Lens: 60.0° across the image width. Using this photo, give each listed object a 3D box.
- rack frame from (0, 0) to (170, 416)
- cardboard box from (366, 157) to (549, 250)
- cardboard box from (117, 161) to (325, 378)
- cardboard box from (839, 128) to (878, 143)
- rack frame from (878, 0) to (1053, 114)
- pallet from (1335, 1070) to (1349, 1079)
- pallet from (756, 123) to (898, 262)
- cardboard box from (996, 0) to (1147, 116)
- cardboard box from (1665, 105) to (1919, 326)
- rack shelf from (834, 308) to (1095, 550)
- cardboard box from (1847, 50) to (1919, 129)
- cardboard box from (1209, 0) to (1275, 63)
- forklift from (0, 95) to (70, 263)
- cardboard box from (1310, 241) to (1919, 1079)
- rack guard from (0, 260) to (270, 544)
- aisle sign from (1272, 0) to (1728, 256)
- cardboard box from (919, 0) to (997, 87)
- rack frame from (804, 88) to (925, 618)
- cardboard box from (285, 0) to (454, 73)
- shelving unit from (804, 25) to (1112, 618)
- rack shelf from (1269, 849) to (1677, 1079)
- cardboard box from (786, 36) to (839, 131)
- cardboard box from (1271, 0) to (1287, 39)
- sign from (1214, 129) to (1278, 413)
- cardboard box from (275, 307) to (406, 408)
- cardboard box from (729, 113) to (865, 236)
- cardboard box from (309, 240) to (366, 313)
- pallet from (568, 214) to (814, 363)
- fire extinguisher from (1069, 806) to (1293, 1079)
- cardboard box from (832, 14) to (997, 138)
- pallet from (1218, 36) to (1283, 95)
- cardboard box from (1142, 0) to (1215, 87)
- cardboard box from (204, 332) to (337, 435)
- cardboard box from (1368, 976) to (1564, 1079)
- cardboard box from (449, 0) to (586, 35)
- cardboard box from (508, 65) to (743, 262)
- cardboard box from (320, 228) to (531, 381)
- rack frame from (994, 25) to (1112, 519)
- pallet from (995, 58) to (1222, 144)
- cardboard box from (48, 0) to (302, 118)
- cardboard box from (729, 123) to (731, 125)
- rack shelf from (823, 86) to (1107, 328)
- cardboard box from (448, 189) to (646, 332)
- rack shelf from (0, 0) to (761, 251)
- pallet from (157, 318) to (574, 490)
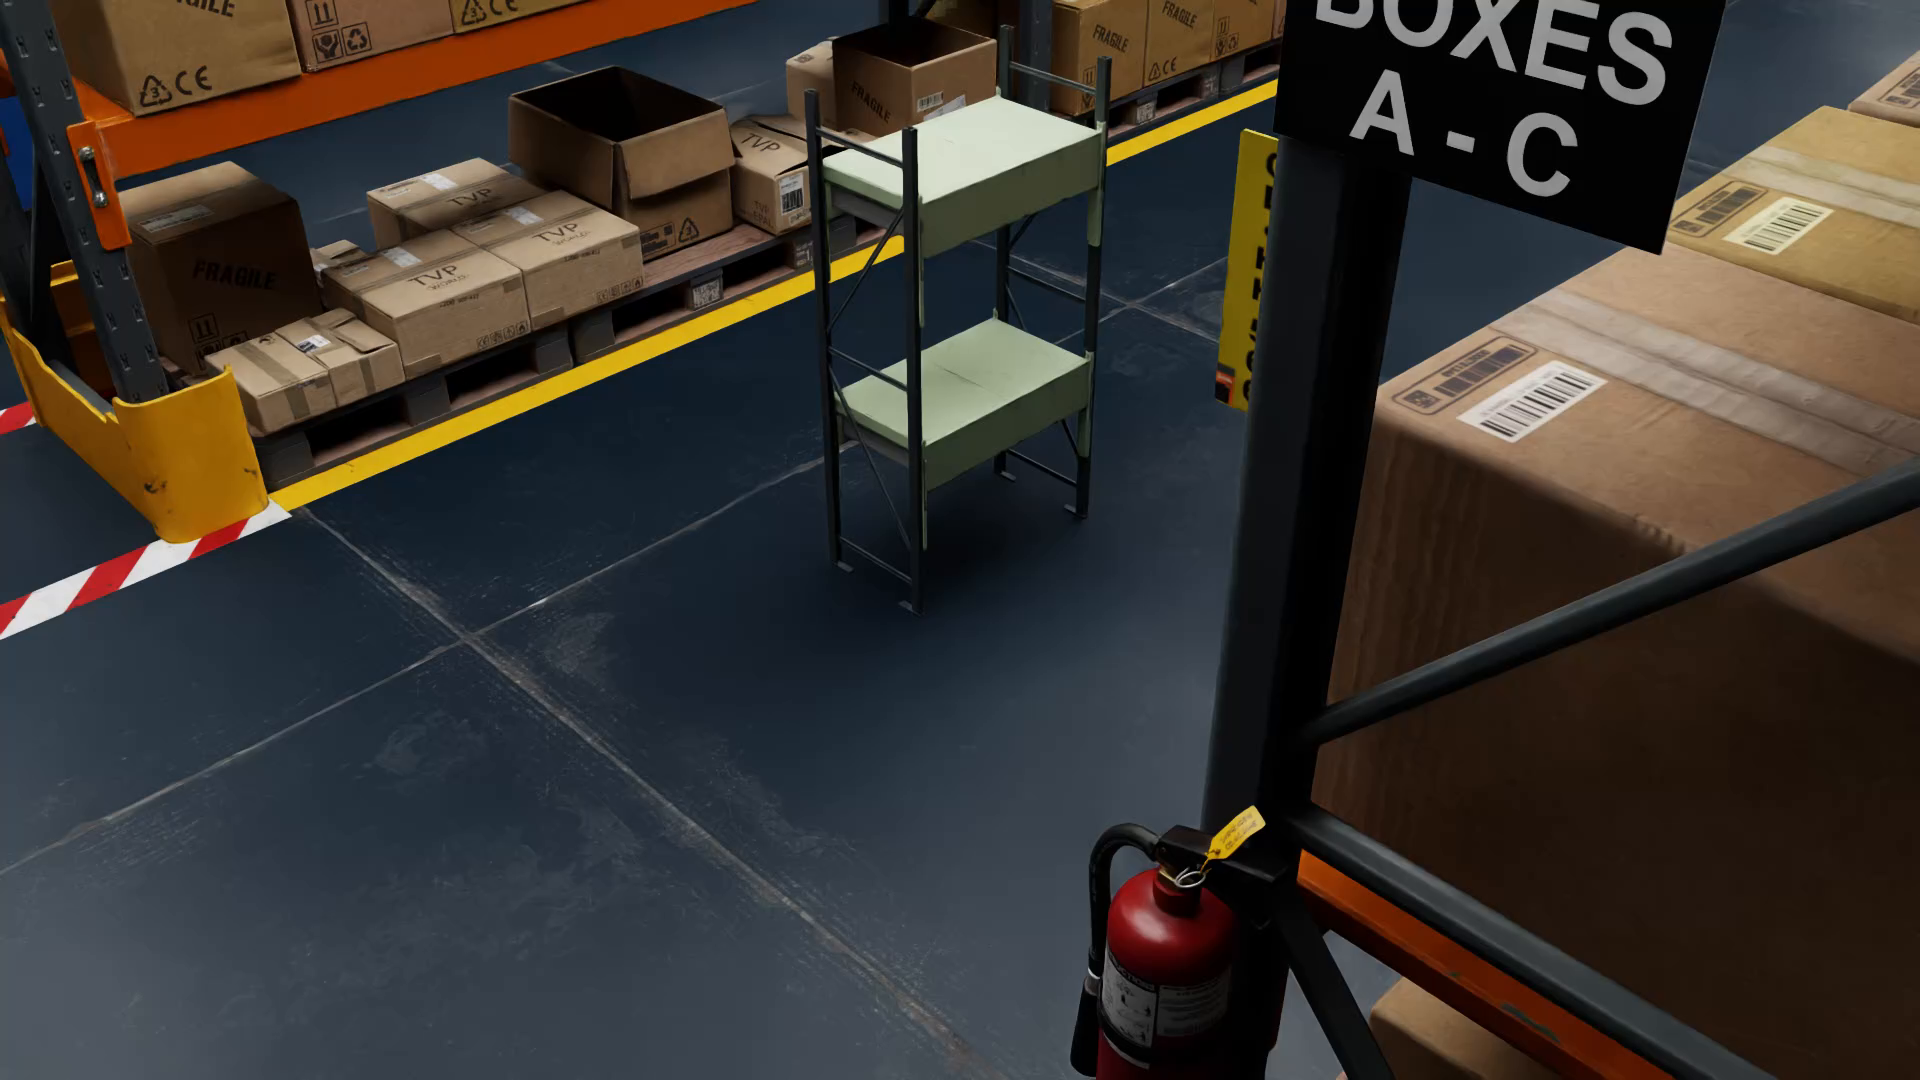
[{"bbox_3d":[-2.811,-1.476,4.745,1.000,3.000,0.127,30,45,35],"label":"rack frame"},{"bbox_3d":[-1.912,-1.222,6.400,0.500,0.250,0.500,30,45,35],"label":"cardboard box"},{"bbox_3d":[-2.603,-0.951,5.793,0.500,0.500,0.500,30,45,35],"label":"cardboard box"},{"bbox_3d":[-0.415,-1.589,7.014,0.380,0.149,0.250,30,45,35],"label":"cardboard box"},{"bbox_3d":[0.007,-3.100,7.073,1.000,3.000,0.127,30,45,35],"label":"rack frame"},{"bbox_3d":[1.215,1.306,3.192,1.003,0.211,1.213,30,45,35],"label":"pallet"},{"bbox_3d":[-0.478,-1.678,7.471,1.003,0.211,1.213,30,45,35],"label":"pallet"},{"bbox_3d":[0.521,-2.353,7.803,0.500,0.500,0.500,27,43,33],"label":"cardboard box"},{"bbox_3d":[1.564,-0.115,2.531,0.980,0.700,0.700,29,44,35],"label":"cardboard box"},{"bbox_3d":[0.005,-0.350,5.011,0.431,0.370,0.720,30,45,35],"label":"rack shelf"},{"bbox_3d":[2.107,-0.421,2.969,0.980,0.700,0.700,27,43,33],"label":"cardboard box"},{"bbox_3d":[1.246,-2.774,8.406,0.500,0.500,0.500,-29,44,-35],"label":"cardboard box"},{"bbox_3d":[-5.173,-2.461,6.216,3.031,2.935,1.130,14,37,19],"label":"forklift"},{"bbox_3d":[1.059,0.185,2.101,0.700,0.700,0.980,-28,43,-34],"label":"cardboard box"},{"bbox_3d":[-2.758,-0.482,5.504,1.175,0.500,0.348,30,45,35],"label":"rack guard"},{"bbox_3d":[0.443,-0.639,1.272,0.394,0.787,0.004,30,45,35],"label":"aisle sign"},{"bbox_3d":[0.151,-2.571,8.115,0.500,0.500,0.500,29,44,35],"label":"cardboard box"},{"bbox_3d":[-0.253,-0.469,4.612,0.400,1.500,0.023,30,45,35],"label":"rack frame"},{"bbox_3d":[-1.952,-1.803,5.125,0.500,0.500,0.500,29,44,35],"label":"cardboard box"},{"bbox_3d":[0.005,-0.618,4.825,0.431,1.500,0.755,30,45,35],"label":"shelving unit"},{"bbox_3d":[2.116,0.002,3.254,1.077,0.370,4.000,30,45,35],"label":"rack shelf"},{"bbox_3d":[-0.442,-2.094,7.597,0.500,0.311,0.500,30,45,35],"label":"cardboard box"},{"bbox_3d":[1.603,-2.979,8.700,0.500,0.500,0.500,28,43,34],"label":"cardboard box"},{"bbox_3d":[0.331,-0.278,1.807,0.100,0.325,0.005,30,45,35],"label":"sign"},{"bbox_3d":[-2.096,-0.628,5.620,0.380,0.166,0.250,30,45,35],"label":"cardboard box"},{"bbox_3d":[-0.722,-1.528,6.784,0.500,0.311,0.500,30,45,35],"label":"cardboard box"},{"bbox_3d":[-2.254,-0.943,6.072,0.380,0.166,0.250,30,45,35],"label":"cardboard box"},{"bbox_3d":[-1.337,-1.180,6.758,1.003,0.211,1.213,30,45,35],"label":"pallet"},{"bbox_3d":[0.273,0.579,2.192,0.296,0.674,0.183,30,45,35],"label":"fire extinguisher"},{"bbox_3d":[-0.193,-1.910,7.167,0.500,0.500,0.500,30,45,35],"label":"cardboard box"},{"bbox_3d":[1.413,-2.799,9.079,1.003,0.211,1.213,30,45,35],"label":"pallet"},{"bbox_3d":[0.889,-2.574,8.120,0.500,0.500,0.500,-29,44,-35],"label":"cardboard box"},{"bbox_3d":[-2.272,-0.519,5.479,0.380,0.149,0.250,30,45,35],"label":"cardboard box"},{"bbox_3d":[1.129,1.047,2.944,0.700,0.500,0.500,30,45,35],"label":"cardboard box"},{"bbox_3d":[-1.596,-2.005,5.416,0.500,0.500,0.500,29,44,35],"label":"cardboard box"},{"bbox_3d":[-1.313,-1.492,6.565,0.797,0.503,0.637,30,45,35],"label":"cardboard box"},{"bbox_3d":[-1.875,-0.838,5.849,0.500,0.250,0.500,30,45,35],"label":"cardboard box"},{"bbox_3d":[0.263,-0.766,5.038,0.400,1.500,0.023,30,45,35],"label":"rack frame"},{"bbox_3d":[0.553,-2.302,8.366,1.003,0.211,1.213,30,45,35],"label":"pallet"},{"bbox_3d":[-2.312,-1.591,4.822,0.500,0.500,0.500,-29,44,-35],"label":"cardboard box"},{"bbox_3d":[-1.045,-1.680,7.129,0.380,0.166,0.250,30,45,35],"label":"cardboard box"},{"bbox_3d":[0.005,-0.938,4.602,0.431,0.370,0.720,30,45,35],"label":"rack shelf"},{"bbox_3d":[-1.522,-1.041,6.140,0.500,0.250,0.500,30,45,35],"label":"cardboard box"},{"bbox_3d":[-1.402,-1.993,6.115,1.077,0.370,4.000,30,45,35],"label":"rack shelf"},{"bbox_3d":[-2.197,-0.687,6.051,1.003,0.211,1.213,30,45,35],"label":"pallet"}]
